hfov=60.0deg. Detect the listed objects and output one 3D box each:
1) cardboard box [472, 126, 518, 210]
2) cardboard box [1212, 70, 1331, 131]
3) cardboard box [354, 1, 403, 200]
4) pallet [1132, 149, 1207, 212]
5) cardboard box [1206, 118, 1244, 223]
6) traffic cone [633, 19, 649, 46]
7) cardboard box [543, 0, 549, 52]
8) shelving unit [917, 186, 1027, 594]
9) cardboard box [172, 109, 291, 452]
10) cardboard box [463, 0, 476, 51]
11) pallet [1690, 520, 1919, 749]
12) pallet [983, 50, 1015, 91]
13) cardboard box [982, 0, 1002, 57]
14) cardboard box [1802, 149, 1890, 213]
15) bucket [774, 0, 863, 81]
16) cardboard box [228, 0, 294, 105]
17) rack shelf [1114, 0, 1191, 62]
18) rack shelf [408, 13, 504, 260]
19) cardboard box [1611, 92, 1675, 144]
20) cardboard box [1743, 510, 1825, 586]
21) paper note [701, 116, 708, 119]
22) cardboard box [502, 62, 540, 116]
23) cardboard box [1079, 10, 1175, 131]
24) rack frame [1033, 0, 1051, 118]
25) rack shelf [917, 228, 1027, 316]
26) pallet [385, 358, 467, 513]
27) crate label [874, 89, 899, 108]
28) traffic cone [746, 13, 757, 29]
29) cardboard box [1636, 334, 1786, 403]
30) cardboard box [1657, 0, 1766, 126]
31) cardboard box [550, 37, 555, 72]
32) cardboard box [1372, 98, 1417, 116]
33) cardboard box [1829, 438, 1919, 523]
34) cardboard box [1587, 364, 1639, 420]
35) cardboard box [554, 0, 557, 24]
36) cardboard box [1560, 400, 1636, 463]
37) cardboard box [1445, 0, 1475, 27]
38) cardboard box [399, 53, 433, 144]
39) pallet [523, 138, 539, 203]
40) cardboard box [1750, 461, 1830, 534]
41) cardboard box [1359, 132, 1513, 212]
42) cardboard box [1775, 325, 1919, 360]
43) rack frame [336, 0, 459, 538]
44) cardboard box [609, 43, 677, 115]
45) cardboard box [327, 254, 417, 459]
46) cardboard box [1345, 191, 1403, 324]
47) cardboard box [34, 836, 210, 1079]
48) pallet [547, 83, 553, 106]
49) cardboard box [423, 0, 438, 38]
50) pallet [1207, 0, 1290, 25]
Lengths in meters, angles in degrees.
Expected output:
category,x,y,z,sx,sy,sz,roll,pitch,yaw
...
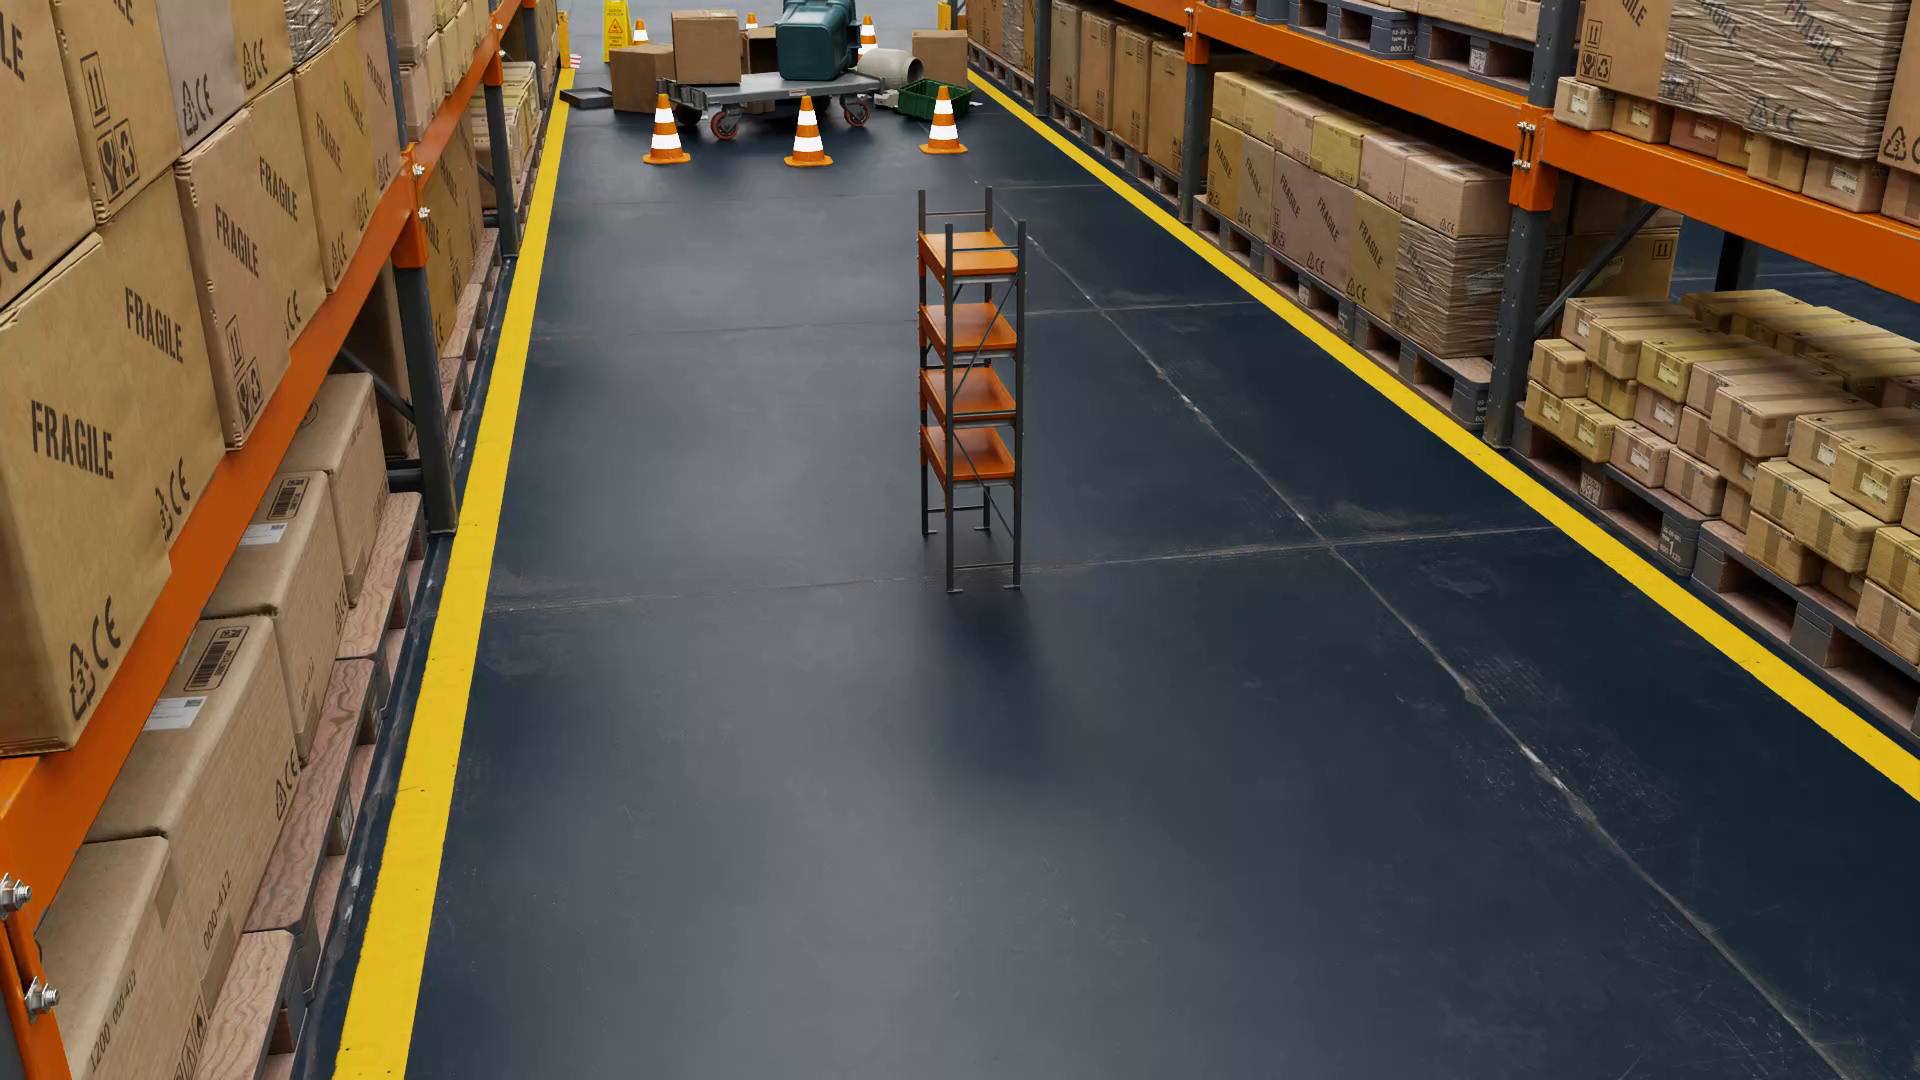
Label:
category,x,y,z,sx,sy,sz,roll,pitch,yaw
cardboard box,-3.090,-2.161,9.710,0.950,0.372,0.625,-6,24,-13
cardboard box,1.740,-2.458,9.291,0.500,0.250,0.500,-5,24,-12
cardboard box,-1.919,-1.259,4.760,0.500,0.500,0.500,-4,24,-9
pallet,1.779,-2.394,10.968,1.003,0.211,1.213,-4,24,-10
cardboard box,1.731,-2.106,9.423,0.500,0.500,0.500,-5,24,-12
traffic cone,-3.127,-4.861,16.301,0.336,0.463,0.334,-4,24,-10
cardboard box,-3.689,-4.261,13.733,0.500,0.500,0.500,-3,24,-8
shelving unit,0.031,-0.485,5.361,0.258,1.200,0.503,-4,24,-10
cardboard box,-1.520,-0.458,2.925,0.500,0.500,0.500,-4,24,-10
cardboard box,-2.459,-2.303,7.462,0.500,0.250,0.500,-5,24,-10
pallet,2.978,0.237,4.943,1.003,0.211,1.213,-4,24,-10
pallet,0.818,-4.438,15.647,1.003,0.211,1.213,-4,24,-10
cardboard box,0.726,-5.114,15.842,0.875,0.875,0.875,-5,24,-11
cardboard box,2.612,-1.018,4.647,0.380,0.149,0.250,-3,24,-7
bucket,-1.180,-4.009,13.372,0.726,0.611,0.620,4,34,9
cardboard box,-1.623,-1.118,3.188,0.500,0.500,0.500,-4,24,-10
rack shelf,1.481,-3.813,11.632,1.077,0.370,4.000,-4,24,-10
rack shelf,-2.626,-1.834,7.100,1.077,0.370,4.000,-4,24,-10
cardboard box,2.442,-1.436,5.604,0.380,0.149,0.250,-4,24,-8
cardboard box,2.622,0.005,5.027,0.380,0.149,0.250,-5,24,-11
paper note,-2.156,-3.498,13.720,0.148,0.019,0.142,-4,24,-10
cardboard box,-3.636,-3.306,12.330,0.950,0.372,0.625,-4,24,-9
cardboard box,1.489,-3.474,12.242,1.050,0.750,0.750,-4,24,-10
rack frame,1.111,-4.930,13.290,1.000,3.000,0.127,-4,24,-10
rack shelf,0.031,-0.845,5.204,0.258,0.148,0.480,-4,24,-10
pallet,-2.472,-0.397,6.395,1.003,0.211,1.213,-4,24,-10
crate label,-0.587,-3.762,14.193,0.250,0.136,0.298,18,29,36
traffic cone,-2.099,-5.077,16.795,0.336,0.463,0.334,-4,24,-10
cardboard box,2.538,-0.582,5.629,0.380,0.149,0.250,-5,24,-10
cardboard box,2.533,-1.558,5.072,0.500,0.500,0.500,-4,24,-10
cardboard box,-3.871,-4.322,14.808,0.500,0.250,0.500,-5,24,-12
cardboard box,2.417,-2.098,8.468,0.500,0.250,0.500,-4,24,-9
cardboard box,2.714,-0.174,4.695,0.380,0.149,0.250,-4,24,-9
cardboard box,2.478,-0.546,5.918,0.380,0.149,0.250,-4,24,-9
cardboard box,-4.070,-5.077,15.601,0.500,0.500,0.500,-4,24,-9
cardboard box,2.391,-0.397,5.949,0.380,0.149,0.250,-4,24,-8
cardboard box,2.229,-2.202,6.834,0.380,0.149,0.250,-4,24,-10
cardboard box,-2.078,-1.501,5.626,0.500,0.250,0.500,-5,24,-11
pallet,-3.361,-2.459,11.116,1.003,0.211,1.213,-4,24,-10
cardboard box,2.618,-0.133,4.972,0.380,0.149,0.250,-4,24,-10
cardboard box,2.122,-1.651,7.444,0.500,0.250,0.500,-3,24,-7
cardboard box,3.051,-0.626,5.729,0.380,0.149,0.250,-5,24,-10
rack frame,-2.256,-1.377,5.155,1.000,3.000,0.127,-4,24,-10
cardboard box,-2.596,-3.901,14.055,0.500,0.500,0.500,13,27,27
cardboard box,-2.449,-0.834,6.041,0.875,0.875,0.875,-4,24,-8
cardboard box,2.111,-1.304,7.587,0.500,0.500,0.500,-5,24,-11
cardboard box,-1.736,0.926,2.559,0.875,0.438,0.875,-5,24,-12
pallet,-4.123,-3.988,14.618,1.003,0.211,1.213,-4,24,-10
cardboard box,-2.184,-1.934,5.994,0.500,0.250,0.500,-4,24,-9
pallet,2.087,-2.996,9.102,1.213,0.211,1.003,-4,24,-10
